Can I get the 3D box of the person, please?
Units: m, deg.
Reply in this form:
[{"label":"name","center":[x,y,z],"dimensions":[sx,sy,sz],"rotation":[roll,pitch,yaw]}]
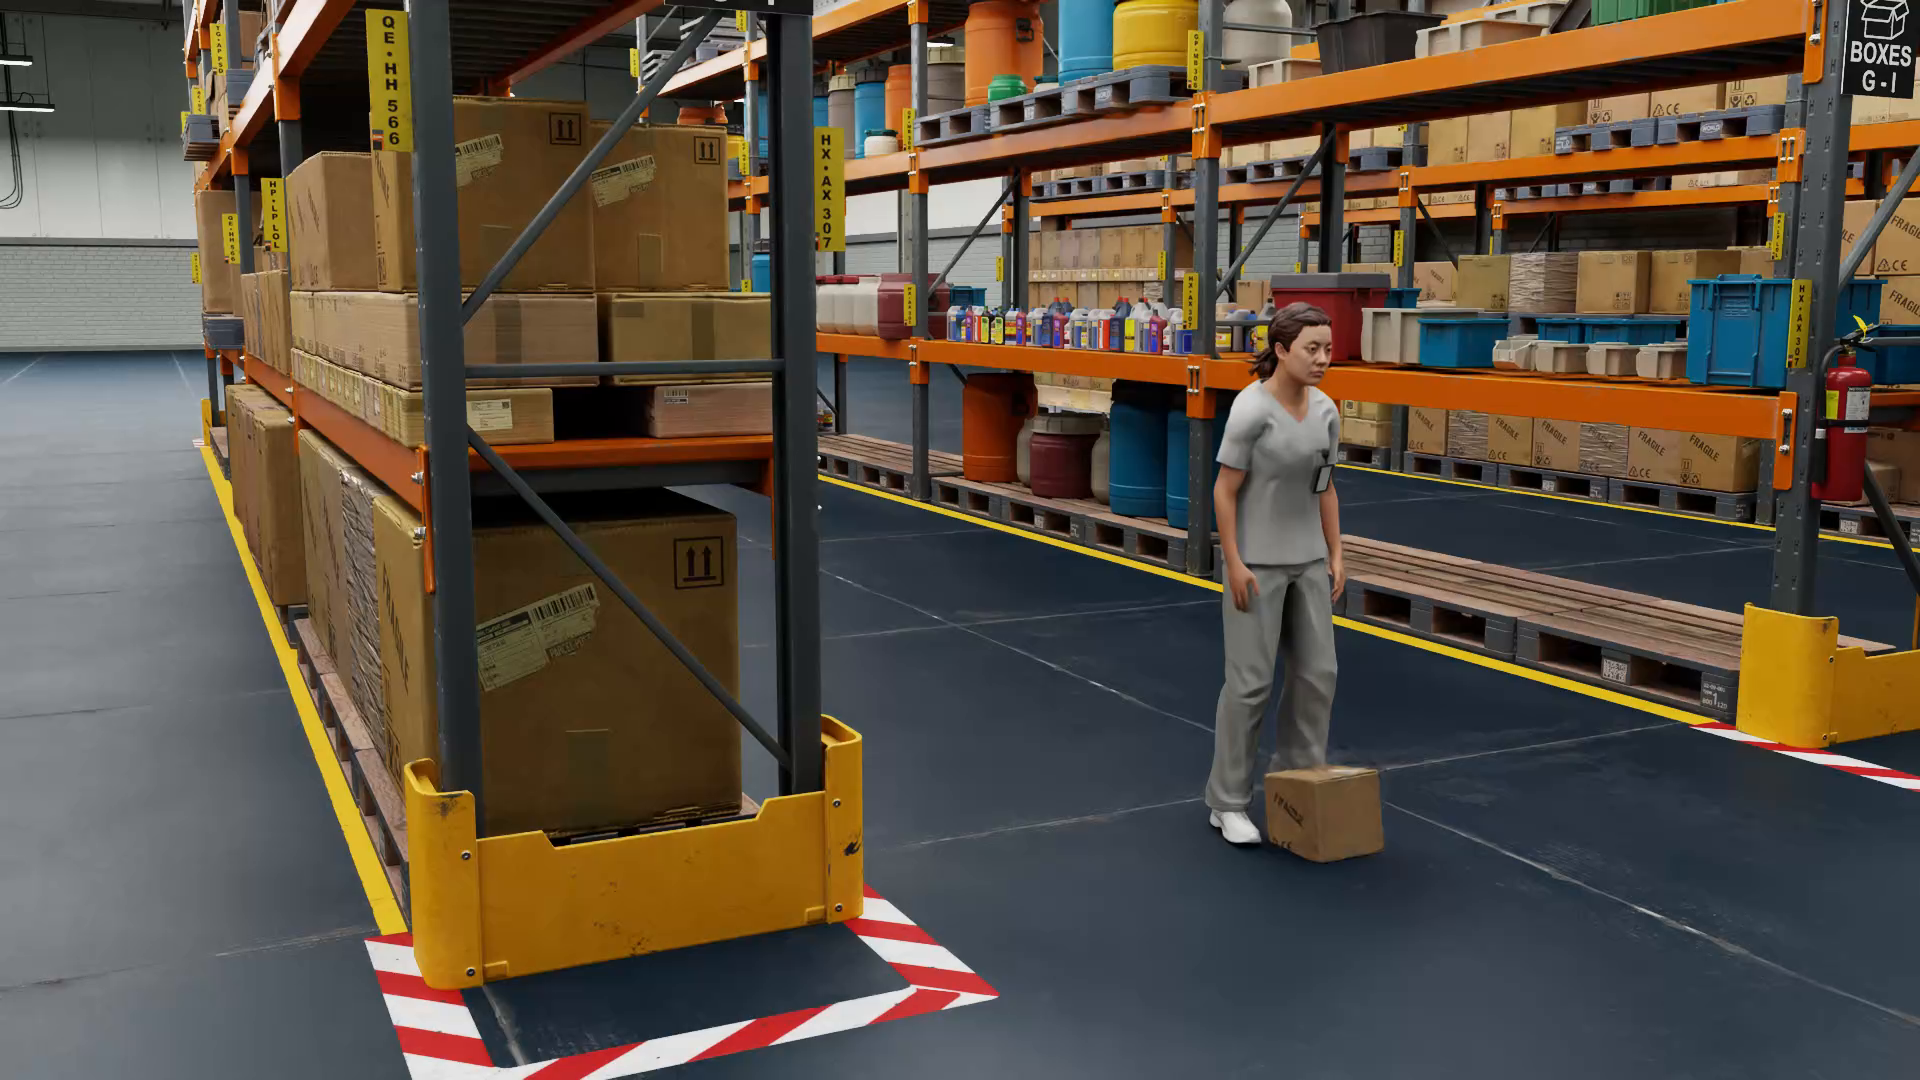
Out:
[{"label":"person","center":[1.023,0.095,5.222],"dimensions":[0.487,1.673,0.415],"rotation":[-5,10,-28]}]
